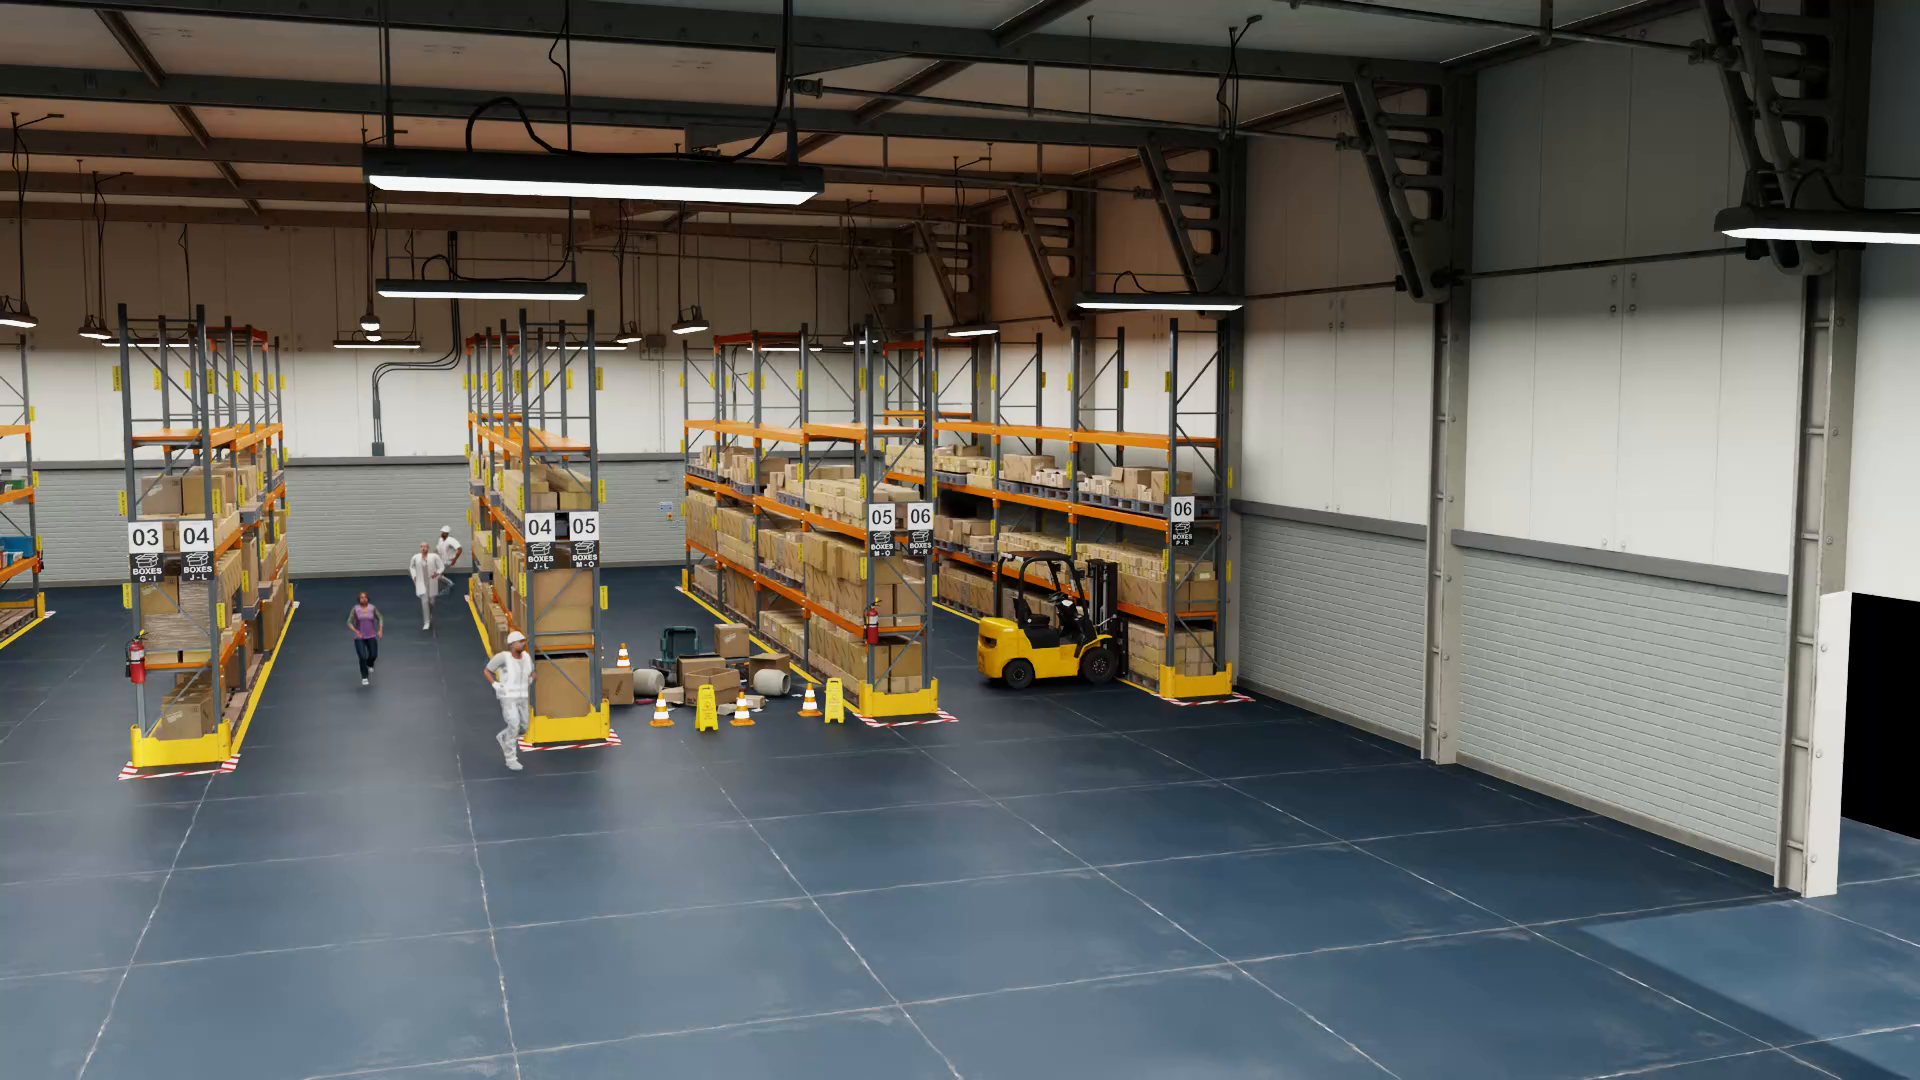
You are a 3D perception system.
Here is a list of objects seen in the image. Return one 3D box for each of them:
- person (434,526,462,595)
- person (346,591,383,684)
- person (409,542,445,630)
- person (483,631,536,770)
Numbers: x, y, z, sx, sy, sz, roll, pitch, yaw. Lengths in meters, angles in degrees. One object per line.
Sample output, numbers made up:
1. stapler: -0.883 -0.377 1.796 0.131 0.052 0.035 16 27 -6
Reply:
1. person: -12.059 0.495 38.887 0.801 1.665 0.528 5 7 43
2. person: -9.842 1.616 27.539 0.590 1.551 0.571 -3 6 -27
3. person: -10.883 0.955 33.972 0.704 1.693 0.858 -1 6 -14
4. person: -5.871 2.076 21.932 0.887 1.750 0.714 4 7 37
